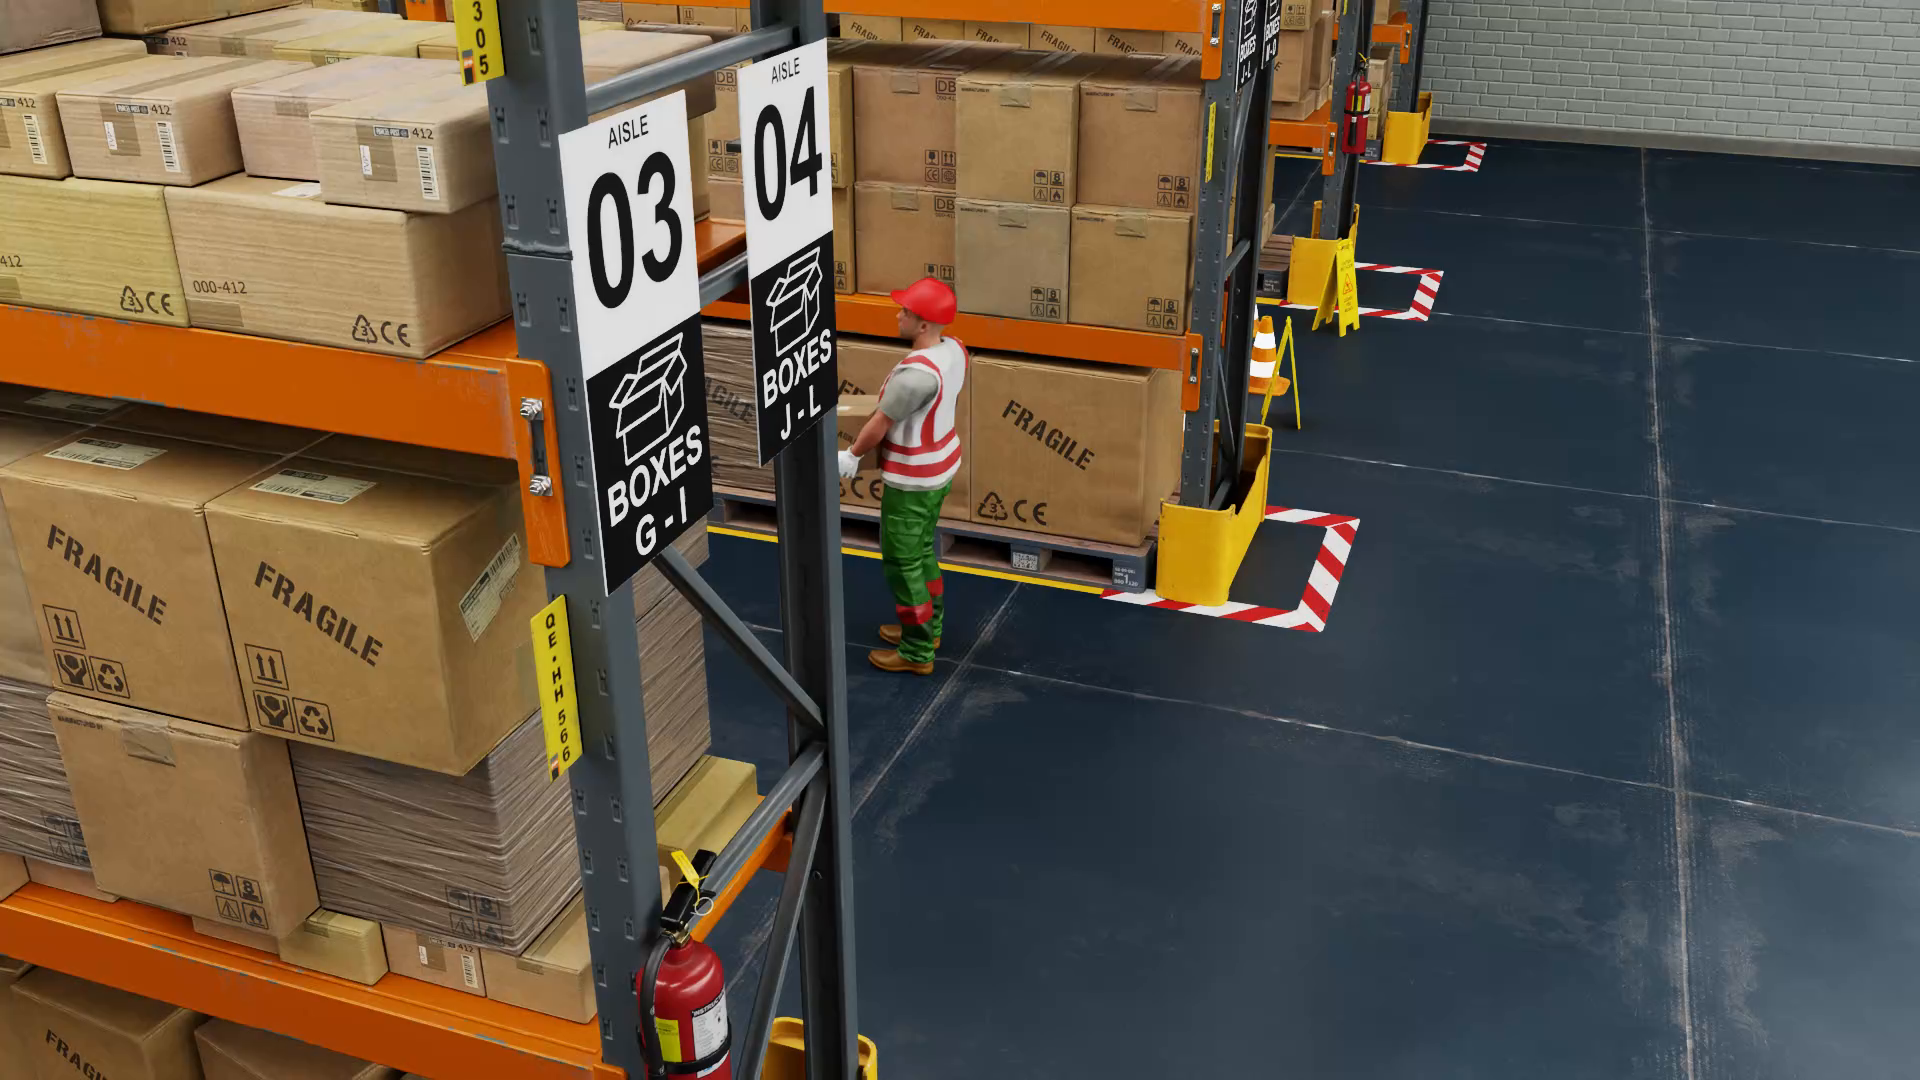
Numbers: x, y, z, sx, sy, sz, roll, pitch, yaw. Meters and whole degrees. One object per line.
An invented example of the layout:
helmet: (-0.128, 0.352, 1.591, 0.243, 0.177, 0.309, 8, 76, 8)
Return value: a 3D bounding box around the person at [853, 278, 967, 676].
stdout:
person: (-0.210, -0.265, 7.149, 0.453, 1.778, 0.616, 7, 26, 14)
